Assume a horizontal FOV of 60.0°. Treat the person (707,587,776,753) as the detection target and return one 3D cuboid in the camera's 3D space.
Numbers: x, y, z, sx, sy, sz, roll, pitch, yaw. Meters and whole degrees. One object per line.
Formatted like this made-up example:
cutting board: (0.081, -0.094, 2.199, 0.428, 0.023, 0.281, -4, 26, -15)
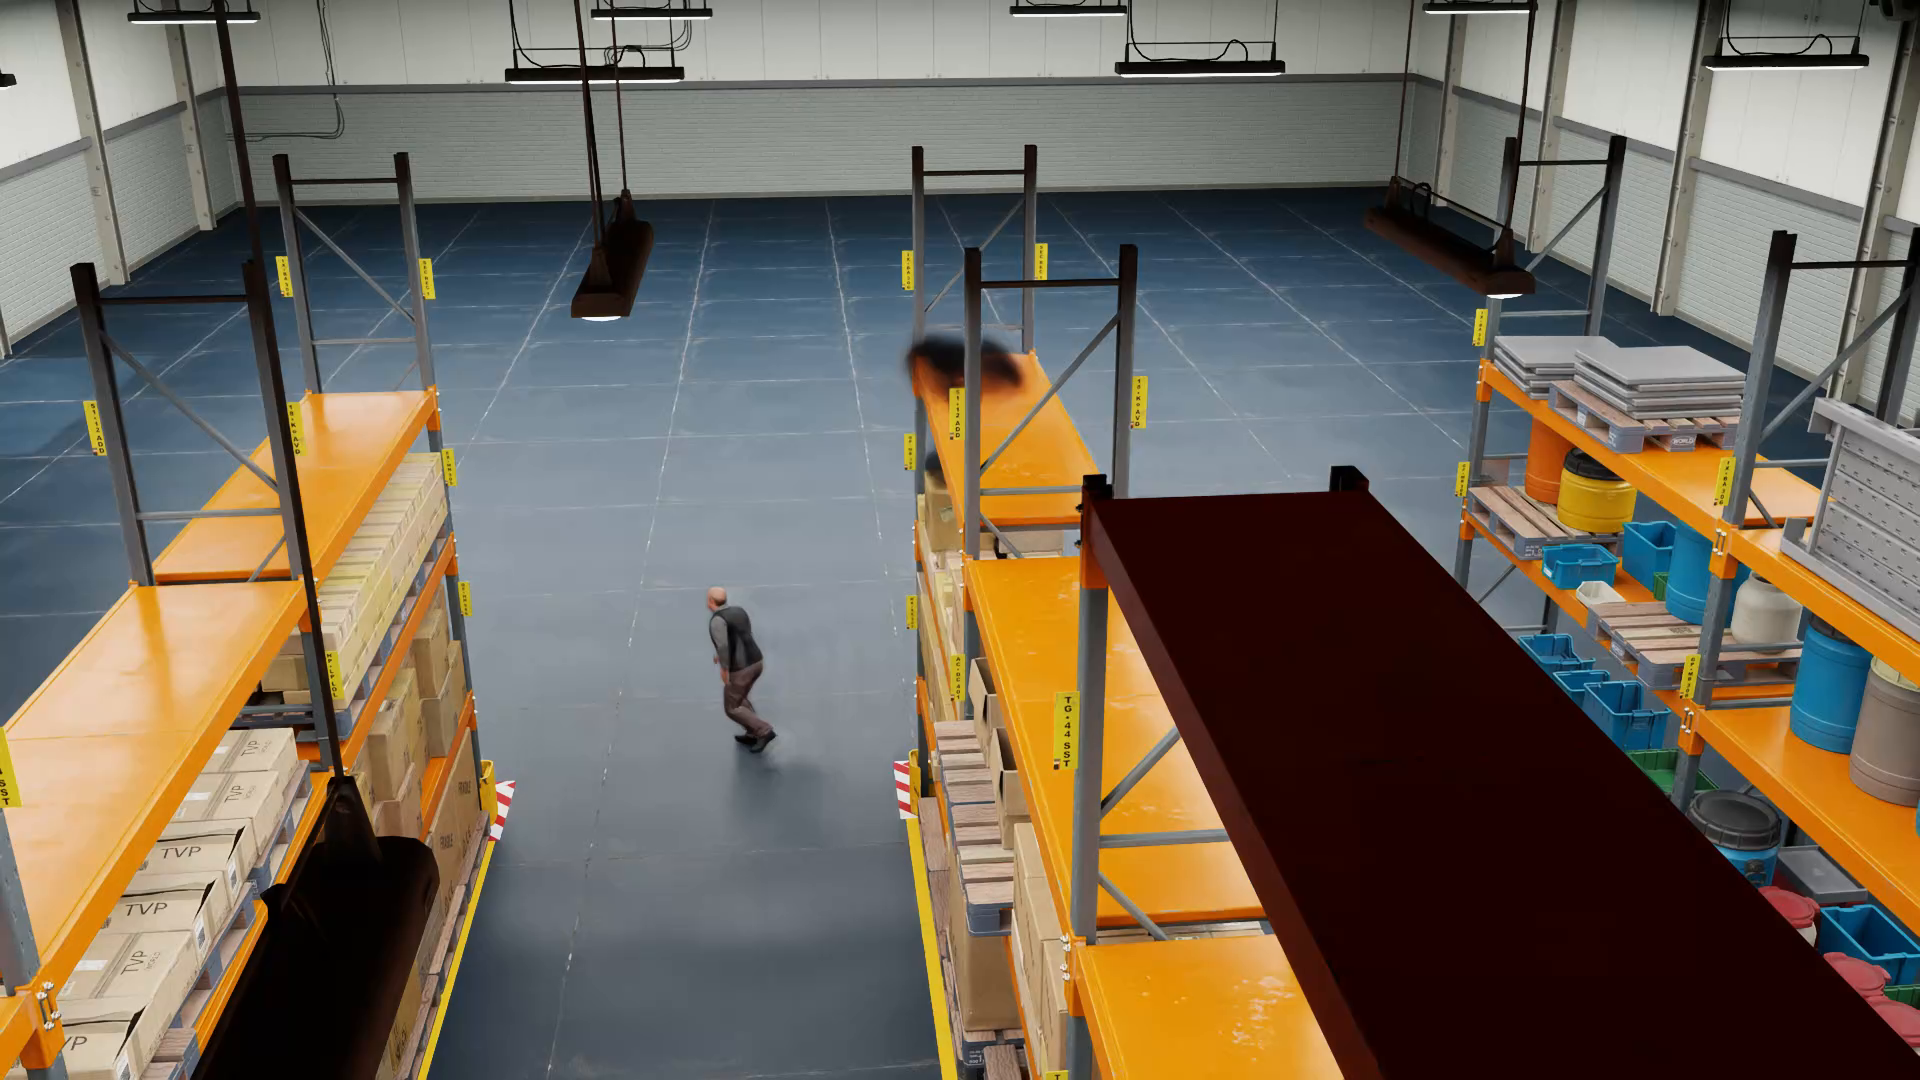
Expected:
person: (-2.130, 1.266, 16.317, 0.854, 1.569, 0.622, 11, 24, 25)
